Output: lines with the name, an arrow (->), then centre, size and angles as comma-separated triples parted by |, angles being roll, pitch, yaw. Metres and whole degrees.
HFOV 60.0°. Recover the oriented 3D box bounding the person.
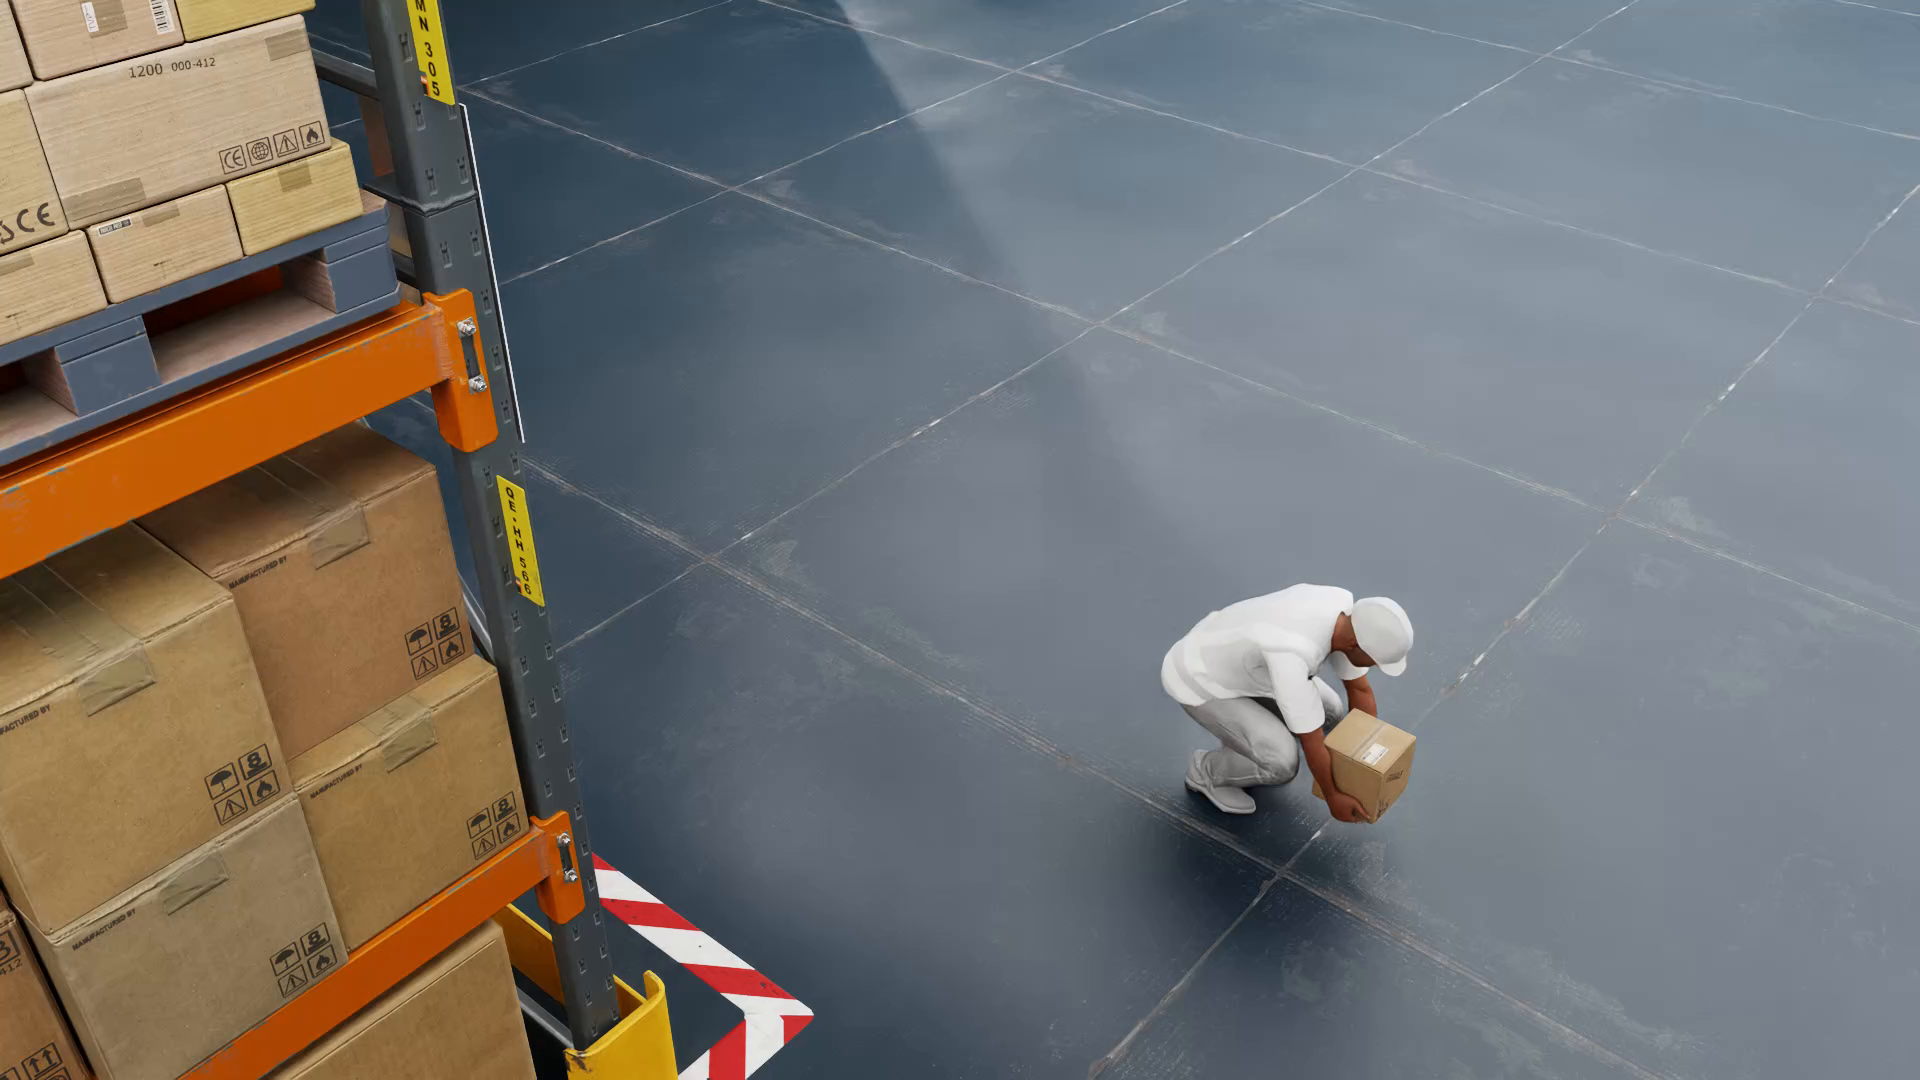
person -> 1.197, 0.533, 6.028 | 0.902, 1.011, 0.546 | 24, 42, 31
